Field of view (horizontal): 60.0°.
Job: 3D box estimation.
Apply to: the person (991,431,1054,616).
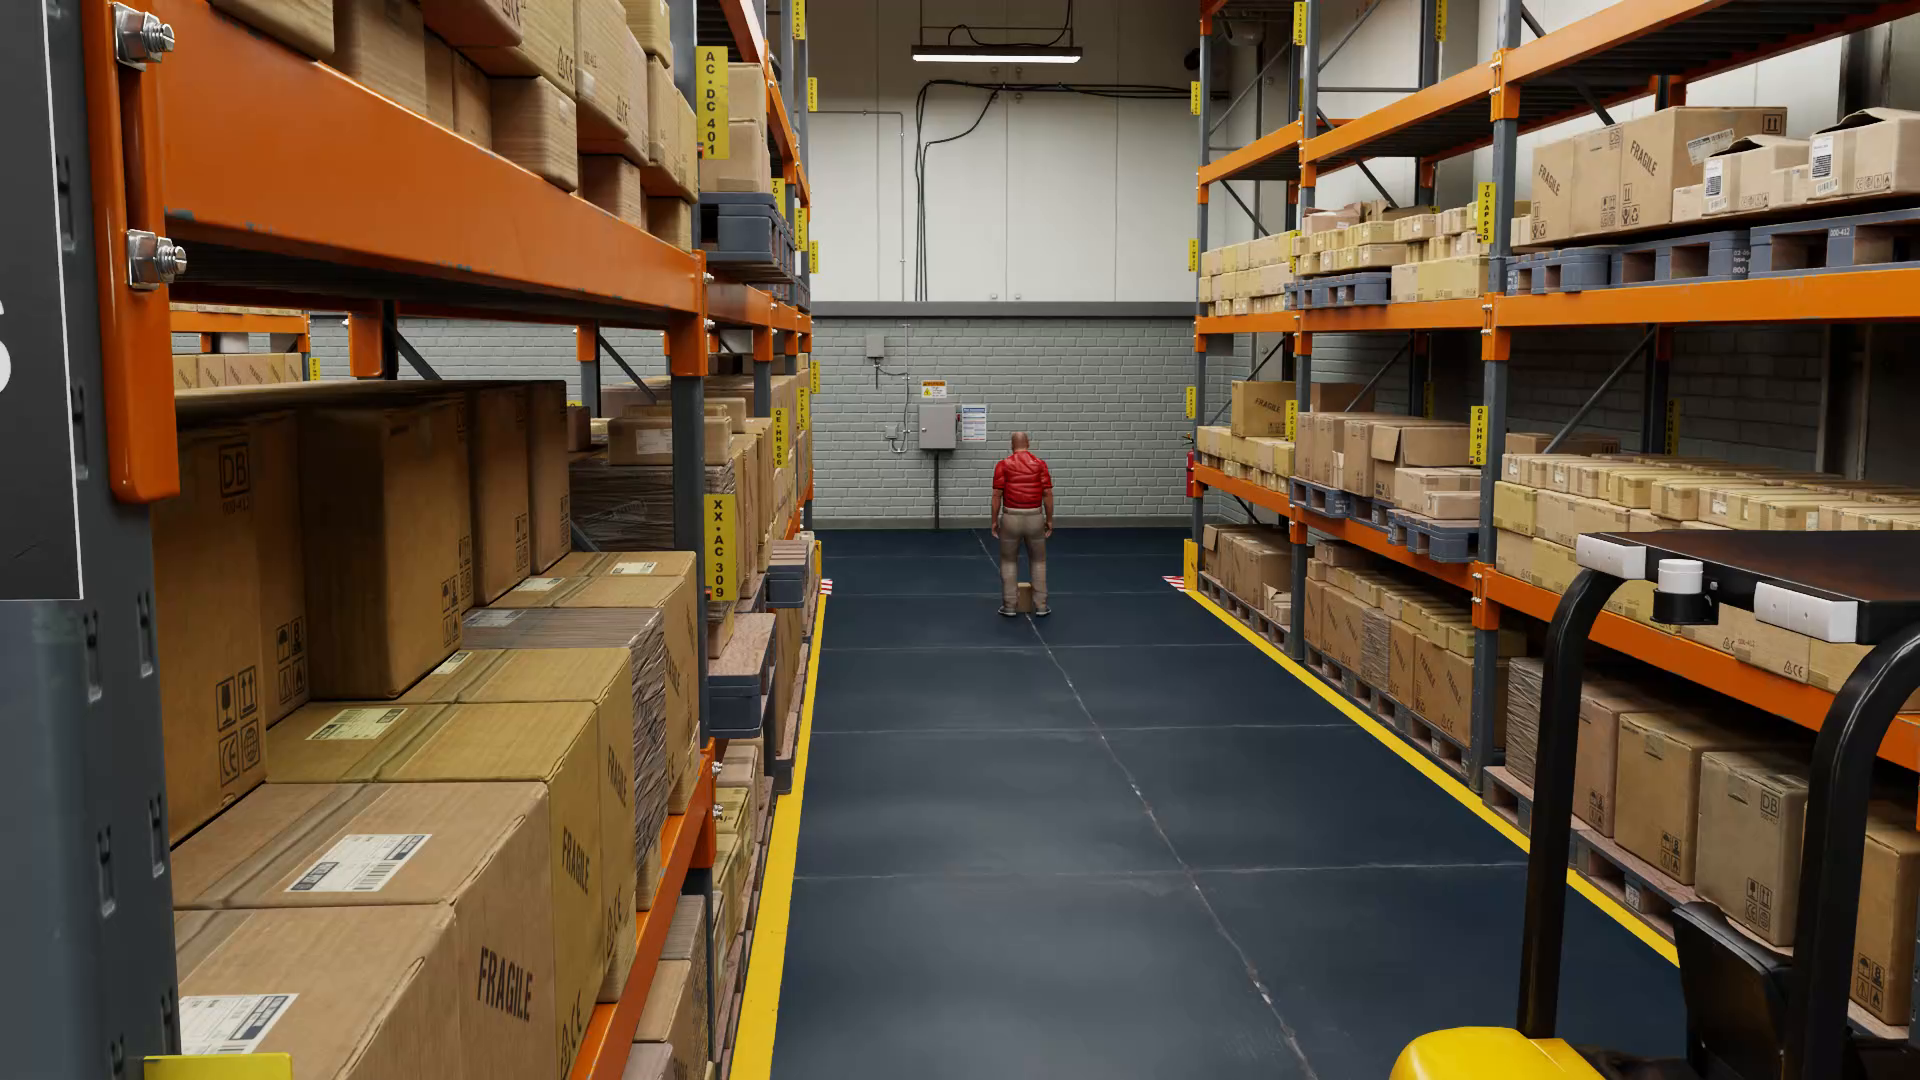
[{"bbox_3d":[0.583,-0.153,15.581,0.585,1.727,0.392,0,7,-3],"label":"person"}]
